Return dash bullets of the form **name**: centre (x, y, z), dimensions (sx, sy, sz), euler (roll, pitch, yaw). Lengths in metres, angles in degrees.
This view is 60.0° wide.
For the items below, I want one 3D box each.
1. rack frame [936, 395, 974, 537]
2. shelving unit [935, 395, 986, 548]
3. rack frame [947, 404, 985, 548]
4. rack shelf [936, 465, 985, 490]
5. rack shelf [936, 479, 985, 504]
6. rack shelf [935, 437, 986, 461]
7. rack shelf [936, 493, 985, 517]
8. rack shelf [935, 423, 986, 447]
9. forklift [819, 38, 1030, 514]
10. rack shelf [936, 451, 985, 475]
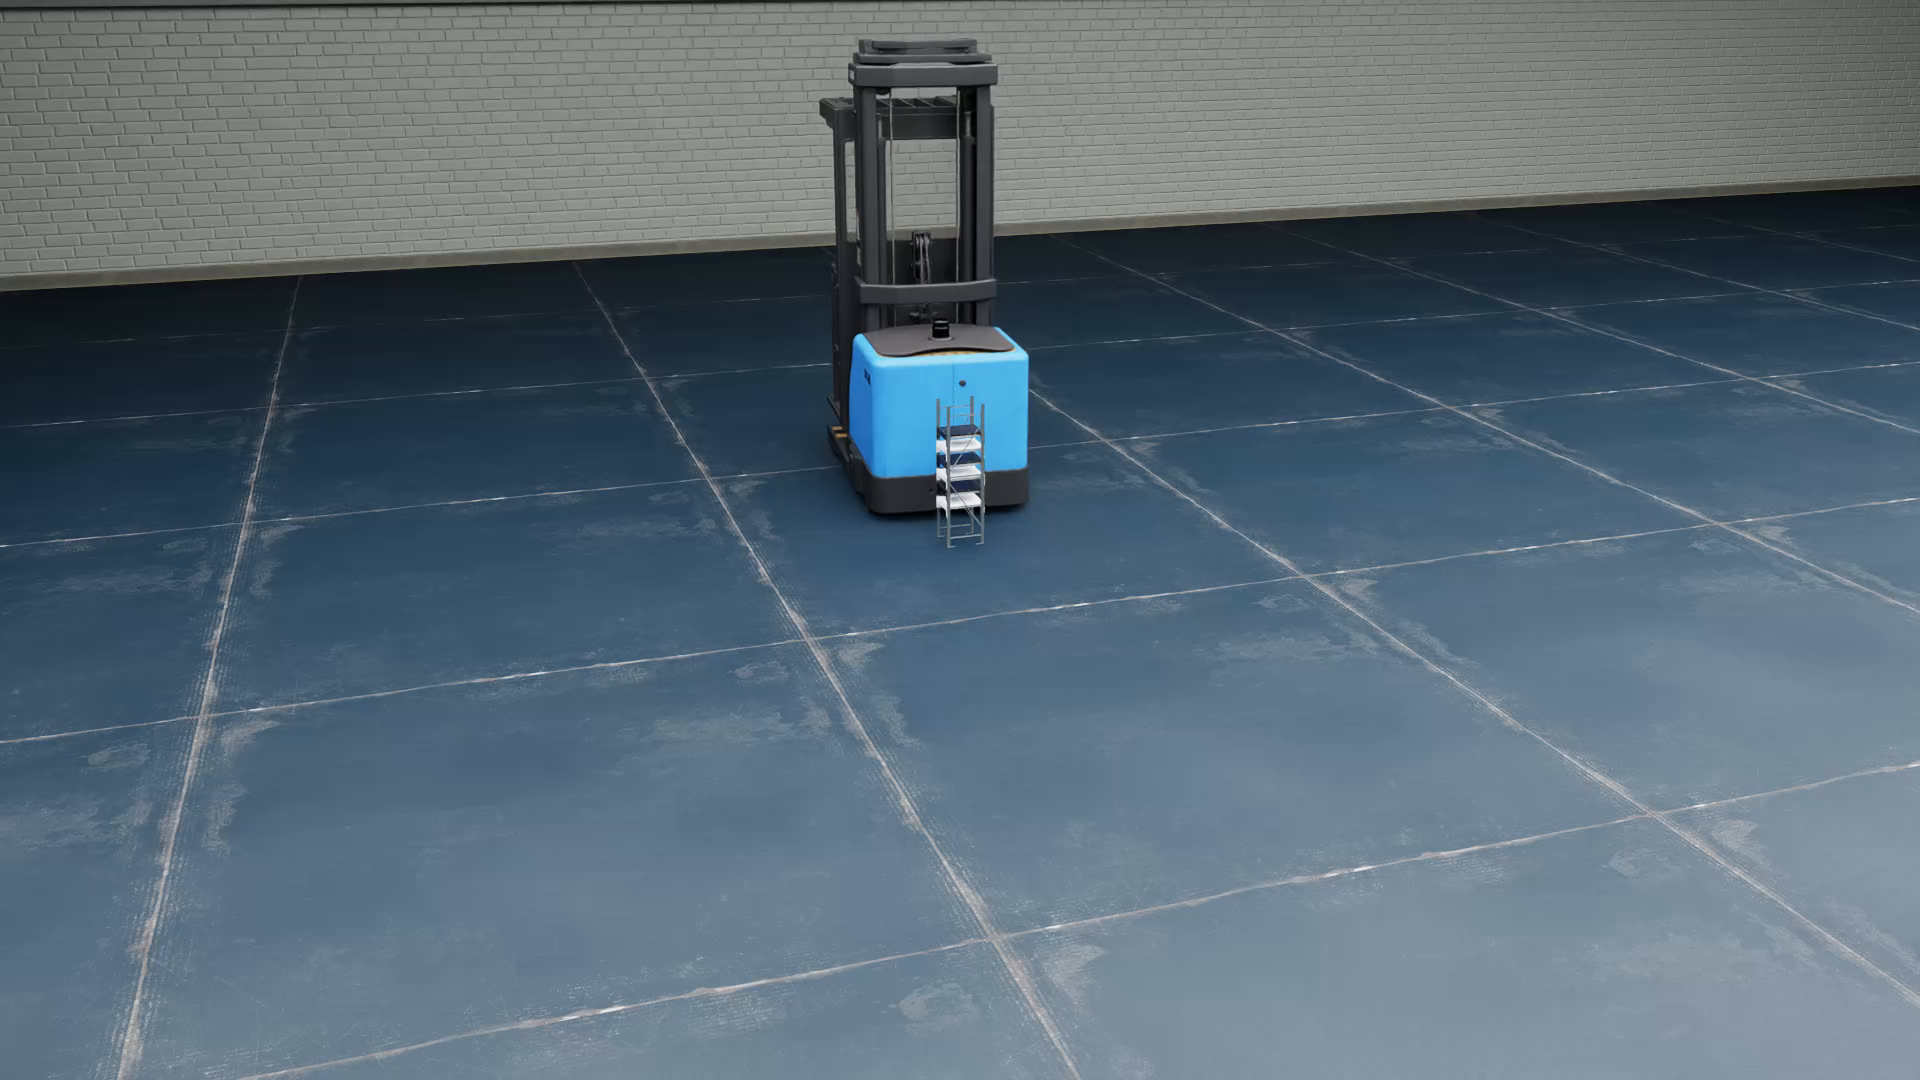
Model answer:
- **rack frame**: centre (-0.029, -0.454, 10.348), dimensions (0.240, 0.900, 0.006), euler (-6, 21, -17)
- **shelving unit**: centre (0.003, -0.421, 10.257), dimensions (0.258, 0.900, 0.210), euler (-6, 21, -17)
- **rack frame**: centre (0.034, -0.388, 10.166), dimensions (0.240, 0.900, 0.006), euler (-6, 21, -17)
- **rack shelf**: centre (0.003, -0.390, 10.268), dimensions (0.258, 0.077, 0.200), euler (-6, 21, -17)
- **rack shelf**: centre (0.003, -0.305, 10.299), dimensions (0.258, 0.077, 0.200), euler (-6, 21, -17)
- **rack shelf**: centre (0.003, -0.559, 10.208), dimensions (0.258, 0.077, 0.200), euler (-6, 21, -17)
- **rack shelf**: centre (0.003, -0.220, 10.329), dimensions (0.258, 0.077, 0.200), euler (-6, 21, -17)
- **rack shelf**: centre (0.003, -0.644, 10.177), dimensions (0.258, 0.077, 0.200), euler (-6, 21, -17)
- **forklift**: centre (-0.362, -2.012, 11.682), dimensions (1.130, 2.935, 3.031), euler (-4, 20, -12)
- **rack shelf**: centre (0.003, -0.474, 10.238), dimensions (0.258, 0.077, 0.200), euler (-6, 21, -17)
